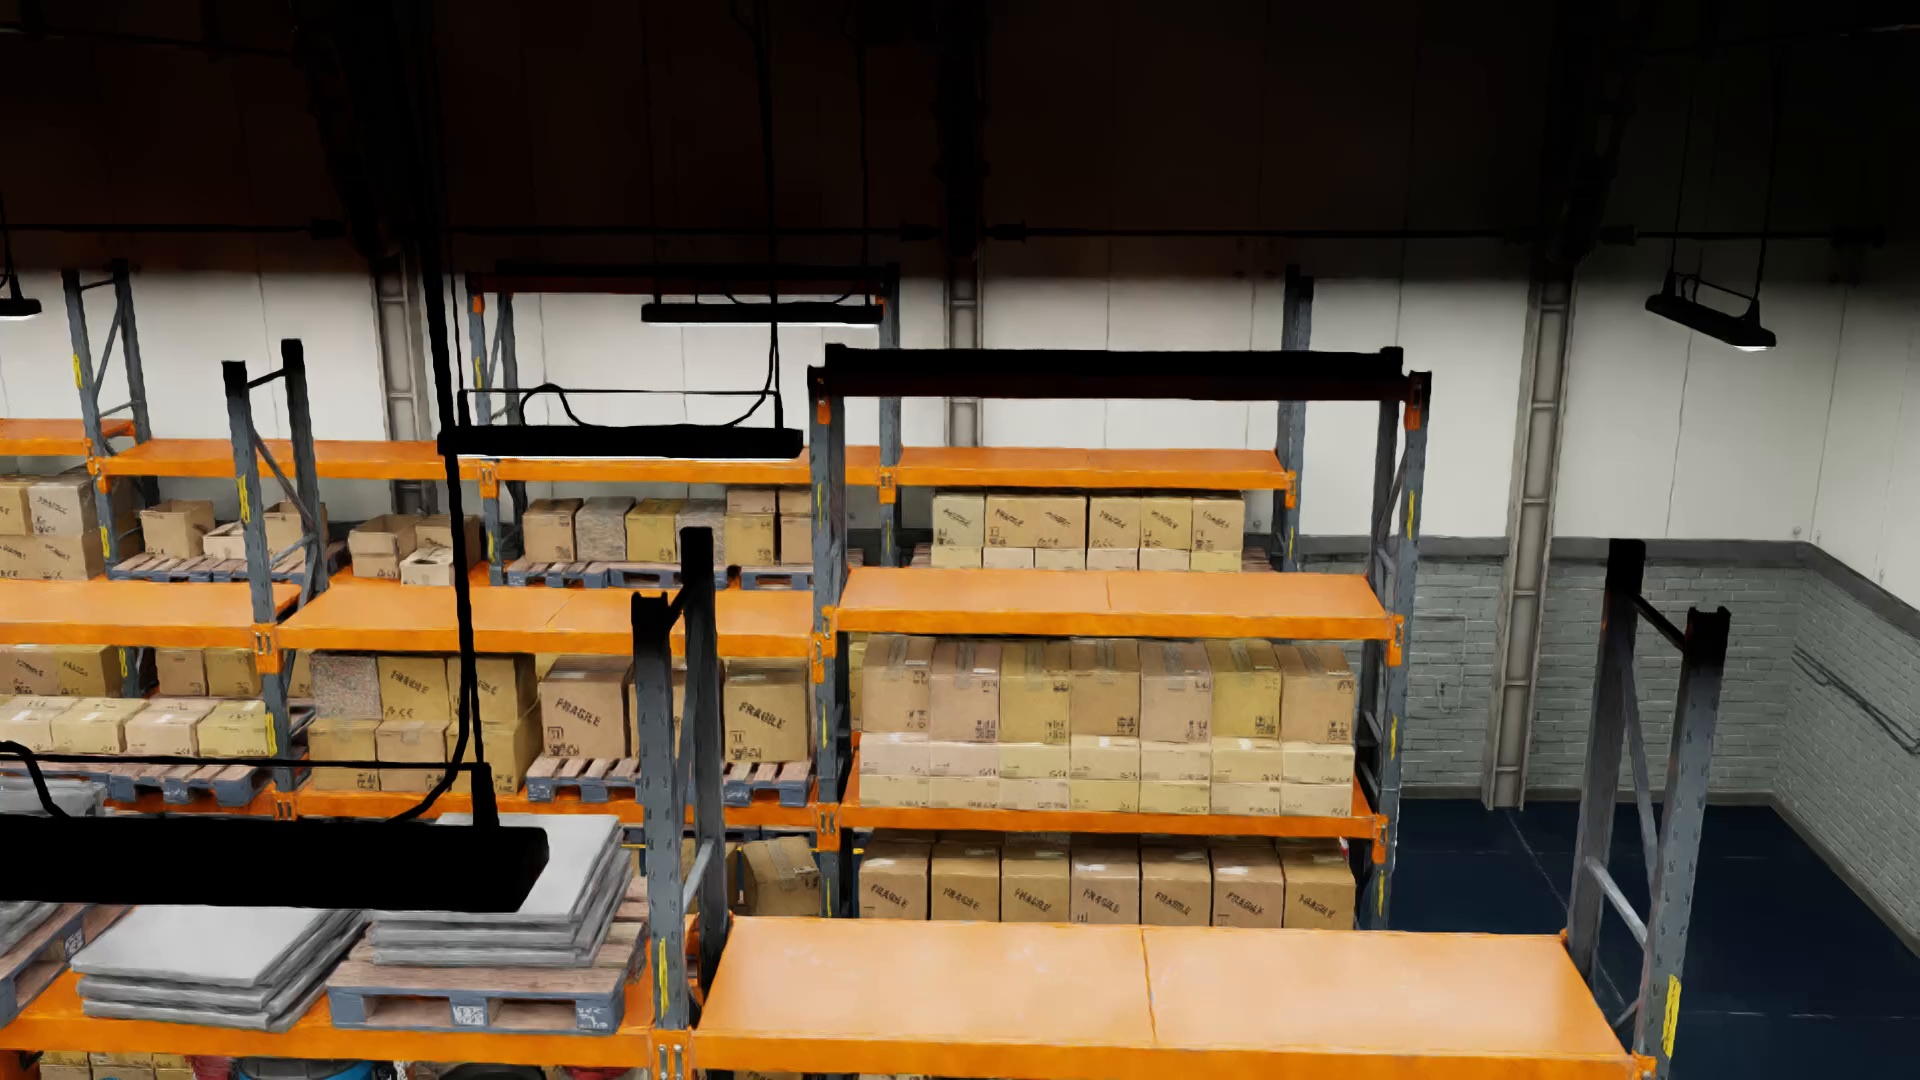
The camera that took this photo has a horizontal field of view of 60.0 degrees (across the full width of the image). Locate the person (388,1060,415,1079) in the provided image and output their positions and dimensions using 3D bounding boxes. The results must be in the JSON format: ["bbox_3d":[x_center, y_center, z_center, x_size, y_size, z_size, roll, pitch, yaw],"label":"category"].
[{"bbox_3d":[-3.985,4.086,11.670,0.582,1.611,0.625,0,16,1],"label":"person"}]
